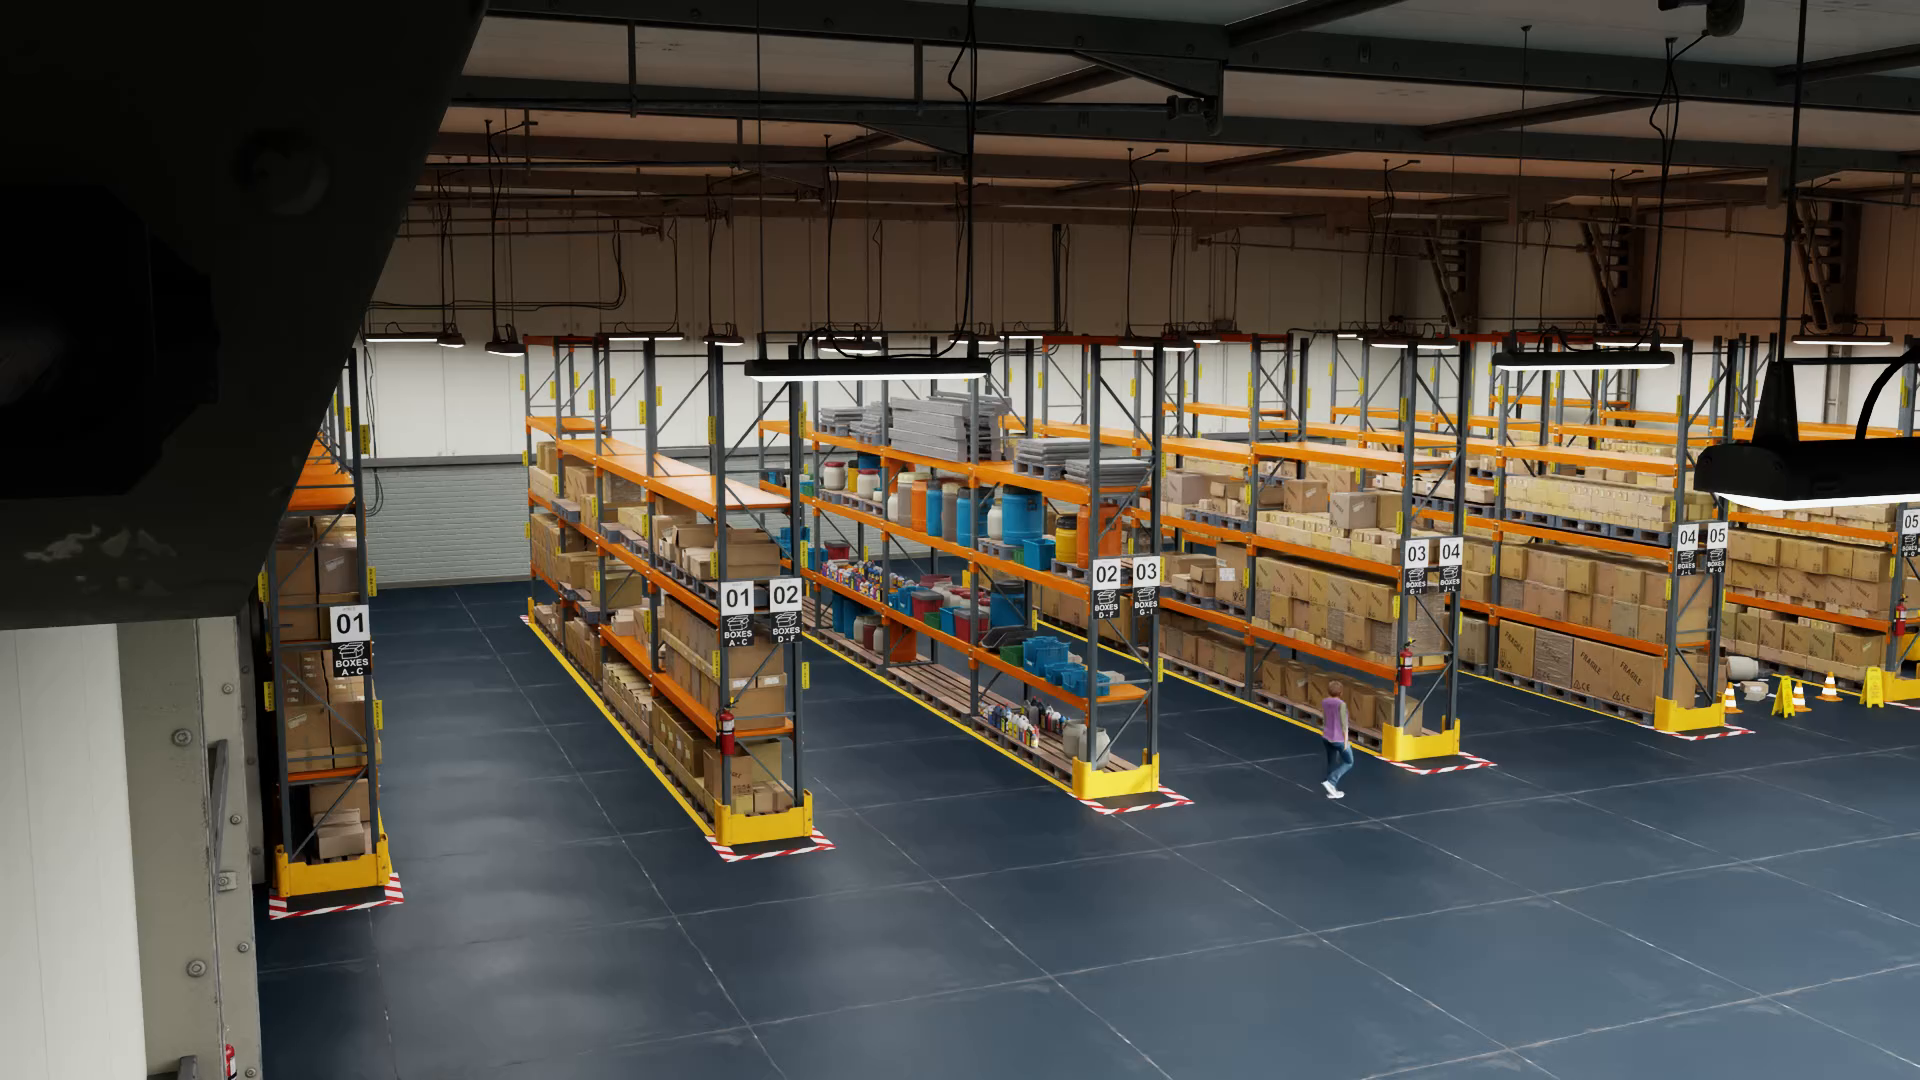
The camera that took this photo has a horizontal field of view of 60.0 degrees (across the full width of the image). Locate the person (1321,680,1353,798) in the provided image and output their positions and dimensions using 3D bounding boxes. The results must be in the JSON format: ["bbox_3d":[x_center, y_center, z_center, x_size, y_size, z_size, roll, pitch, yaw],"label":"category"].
[{"bbox_3d":[4.913,2.630,21.852,0.450,1.596,0.428,-6,9,-36],"label":"person"}]

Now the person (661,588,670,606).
[{"bbox_3d":[-5.569,1.226,31.792,0.606,1.711,1.087,-4,9,-27],"label":"person"}]
